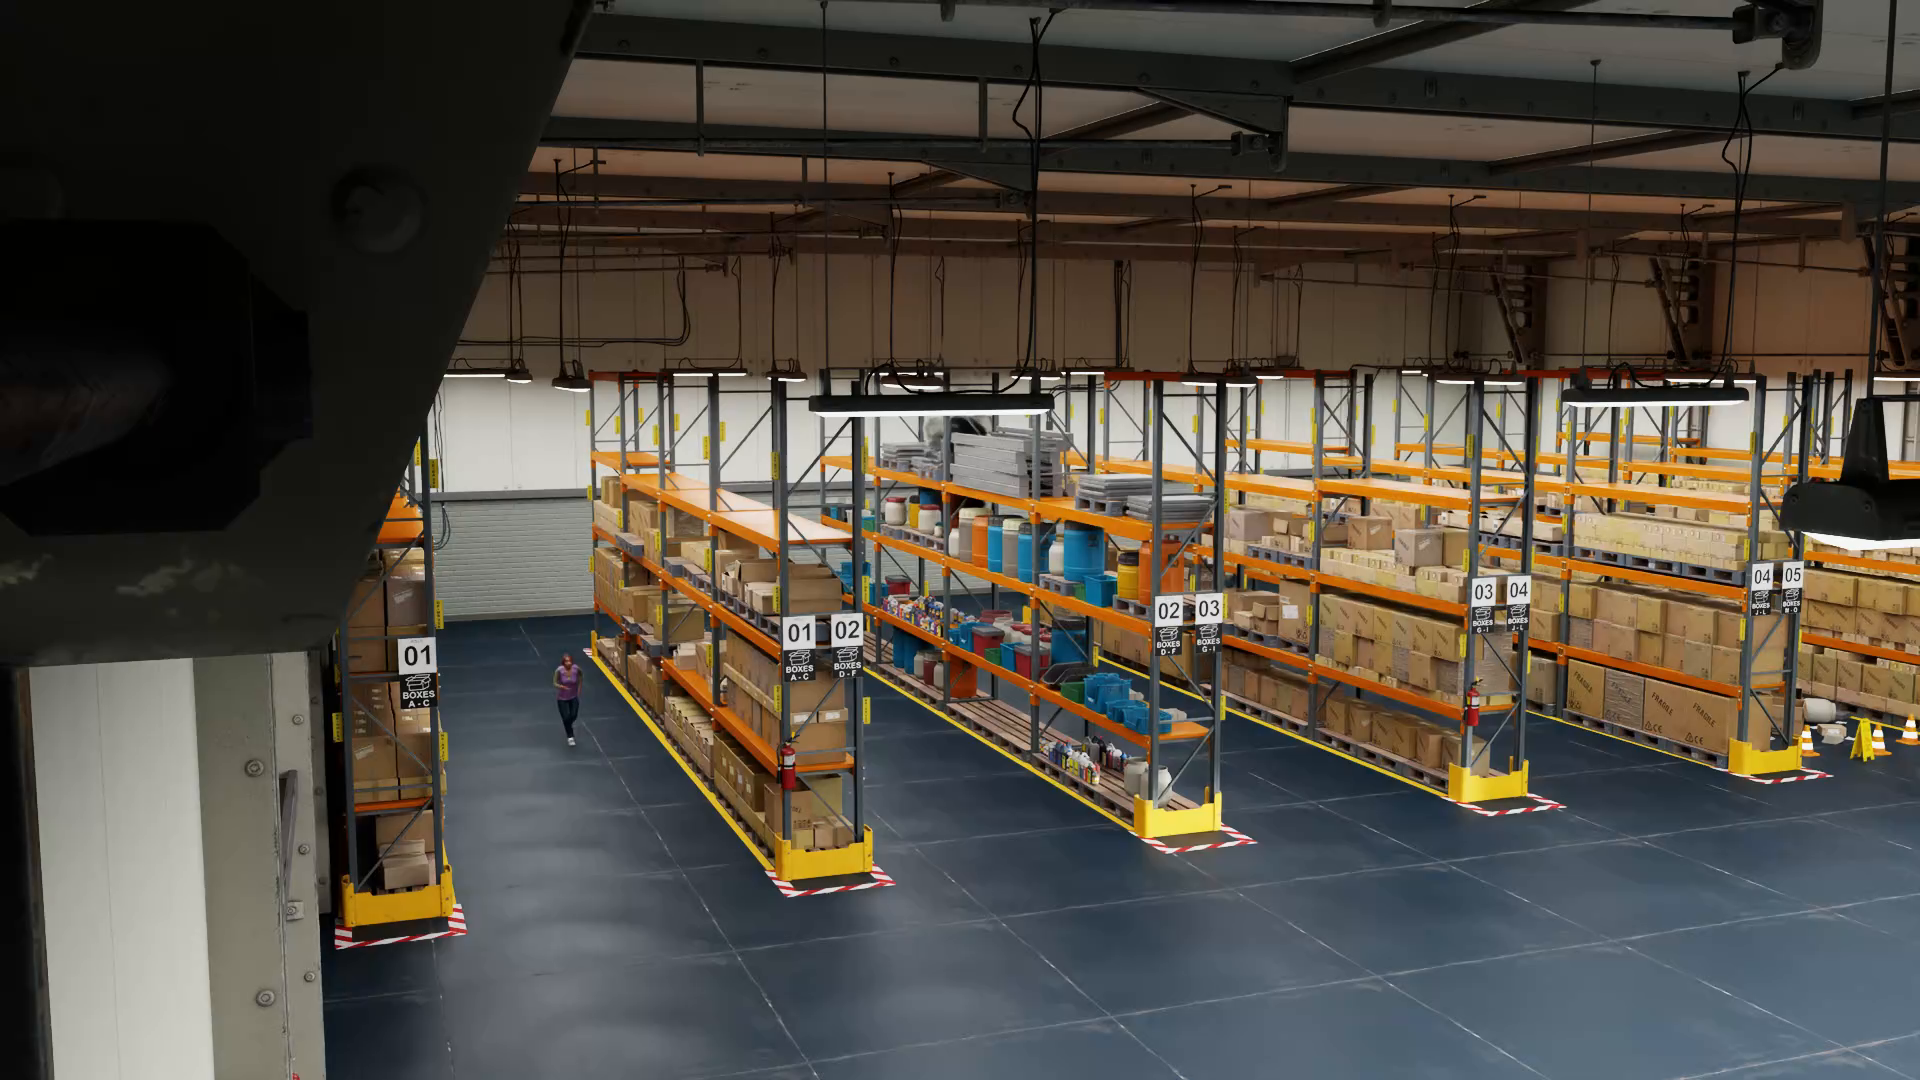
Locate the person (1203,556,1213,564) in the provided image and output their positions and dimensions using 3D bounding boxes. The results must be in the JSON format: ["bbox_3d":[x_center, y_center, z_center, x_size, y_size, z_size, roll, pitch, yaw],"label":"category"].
[{"bbox_3d":[6.373,0.783,41.621,0.698,1.770,0.967,5,8,37],"label":"person"}]

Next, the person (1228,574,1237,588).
[{"bbox_3d":[6.941,0.828,41.427,0.854,1.759,0.718,2,7,17],"label":"person"}]

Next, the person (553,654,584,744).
[{"bbox_3d":[-6.315,2.579,26.895,0.517,1.531,0.640,-2,7,-16],"label":"person"}]
